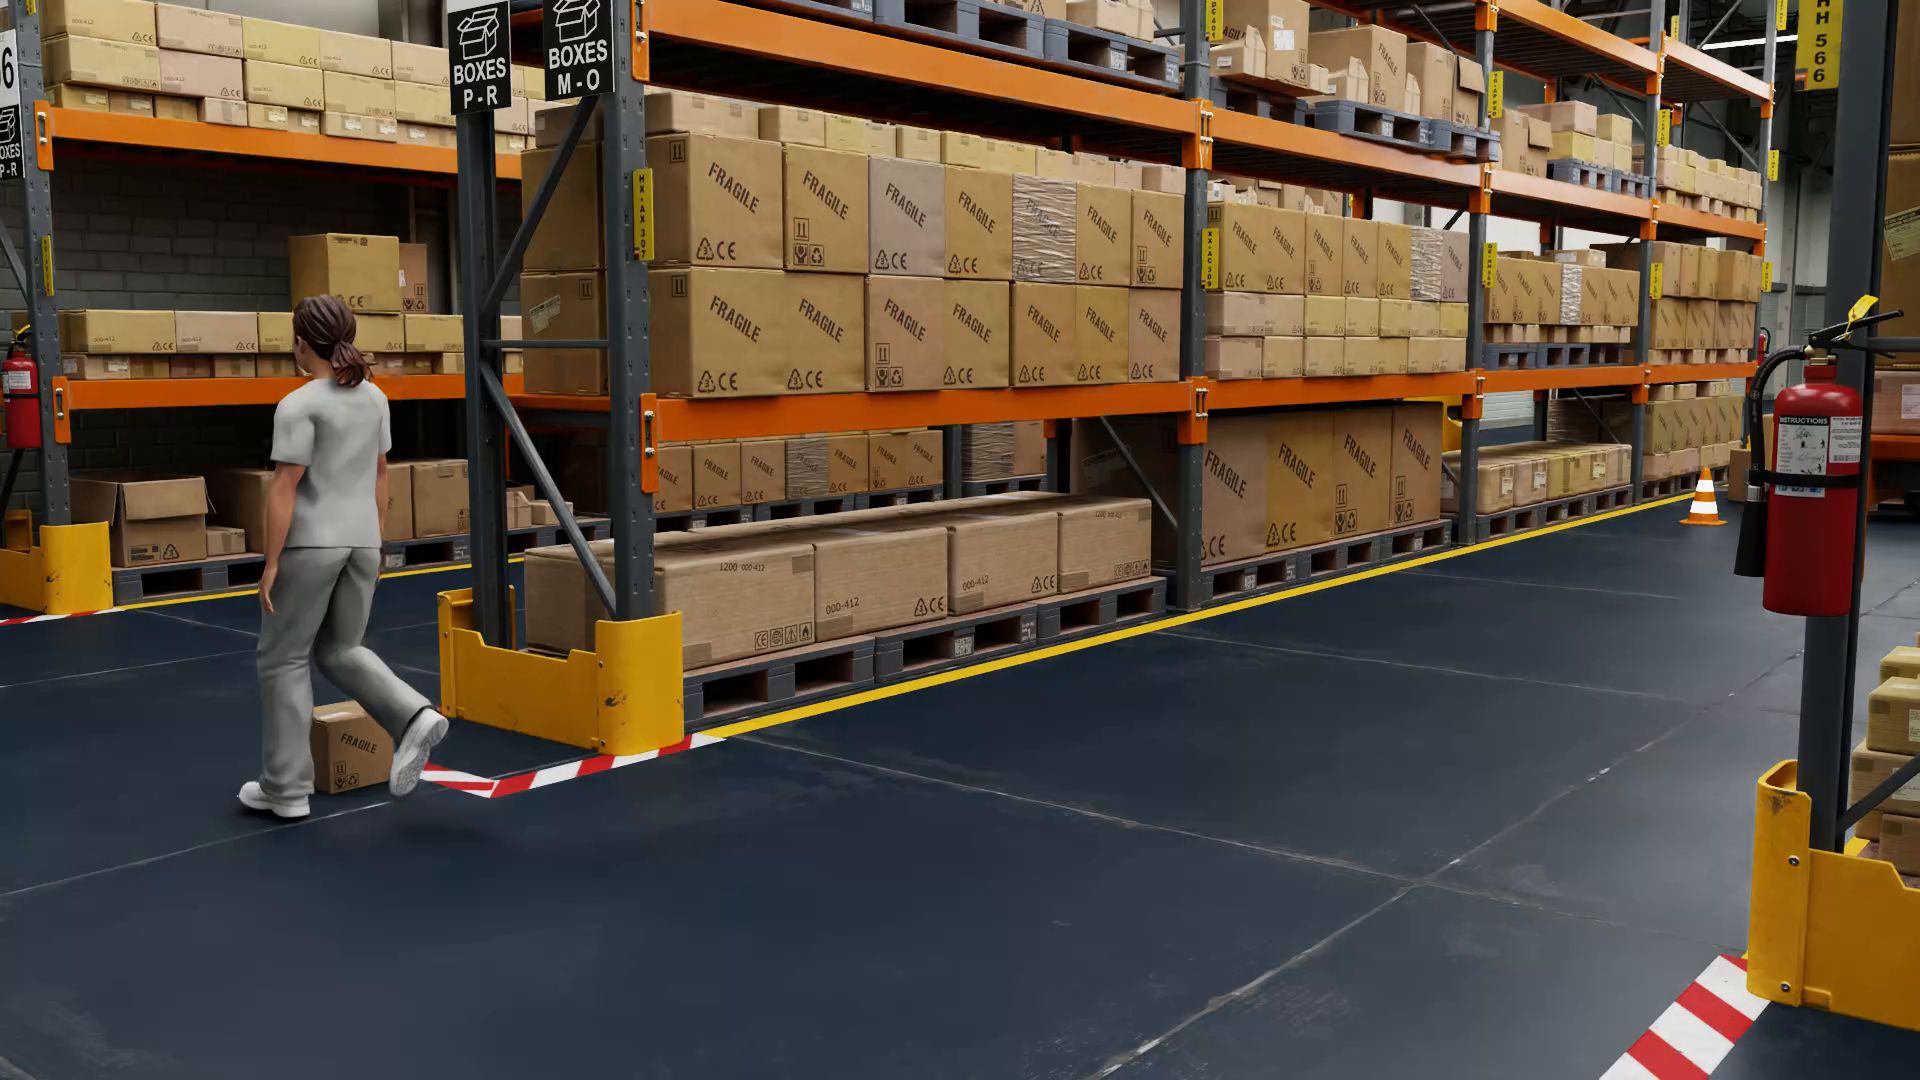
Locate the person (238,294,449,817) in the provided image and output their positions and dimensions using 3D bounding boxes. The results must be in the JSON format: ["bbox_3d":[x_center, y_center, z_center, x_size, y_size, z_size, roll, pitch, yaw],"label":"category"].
[{"bbox_3d":[-1.994,0.053,5.288,0.699,1.655,0.490,4,8,28],"label":"person"}]
